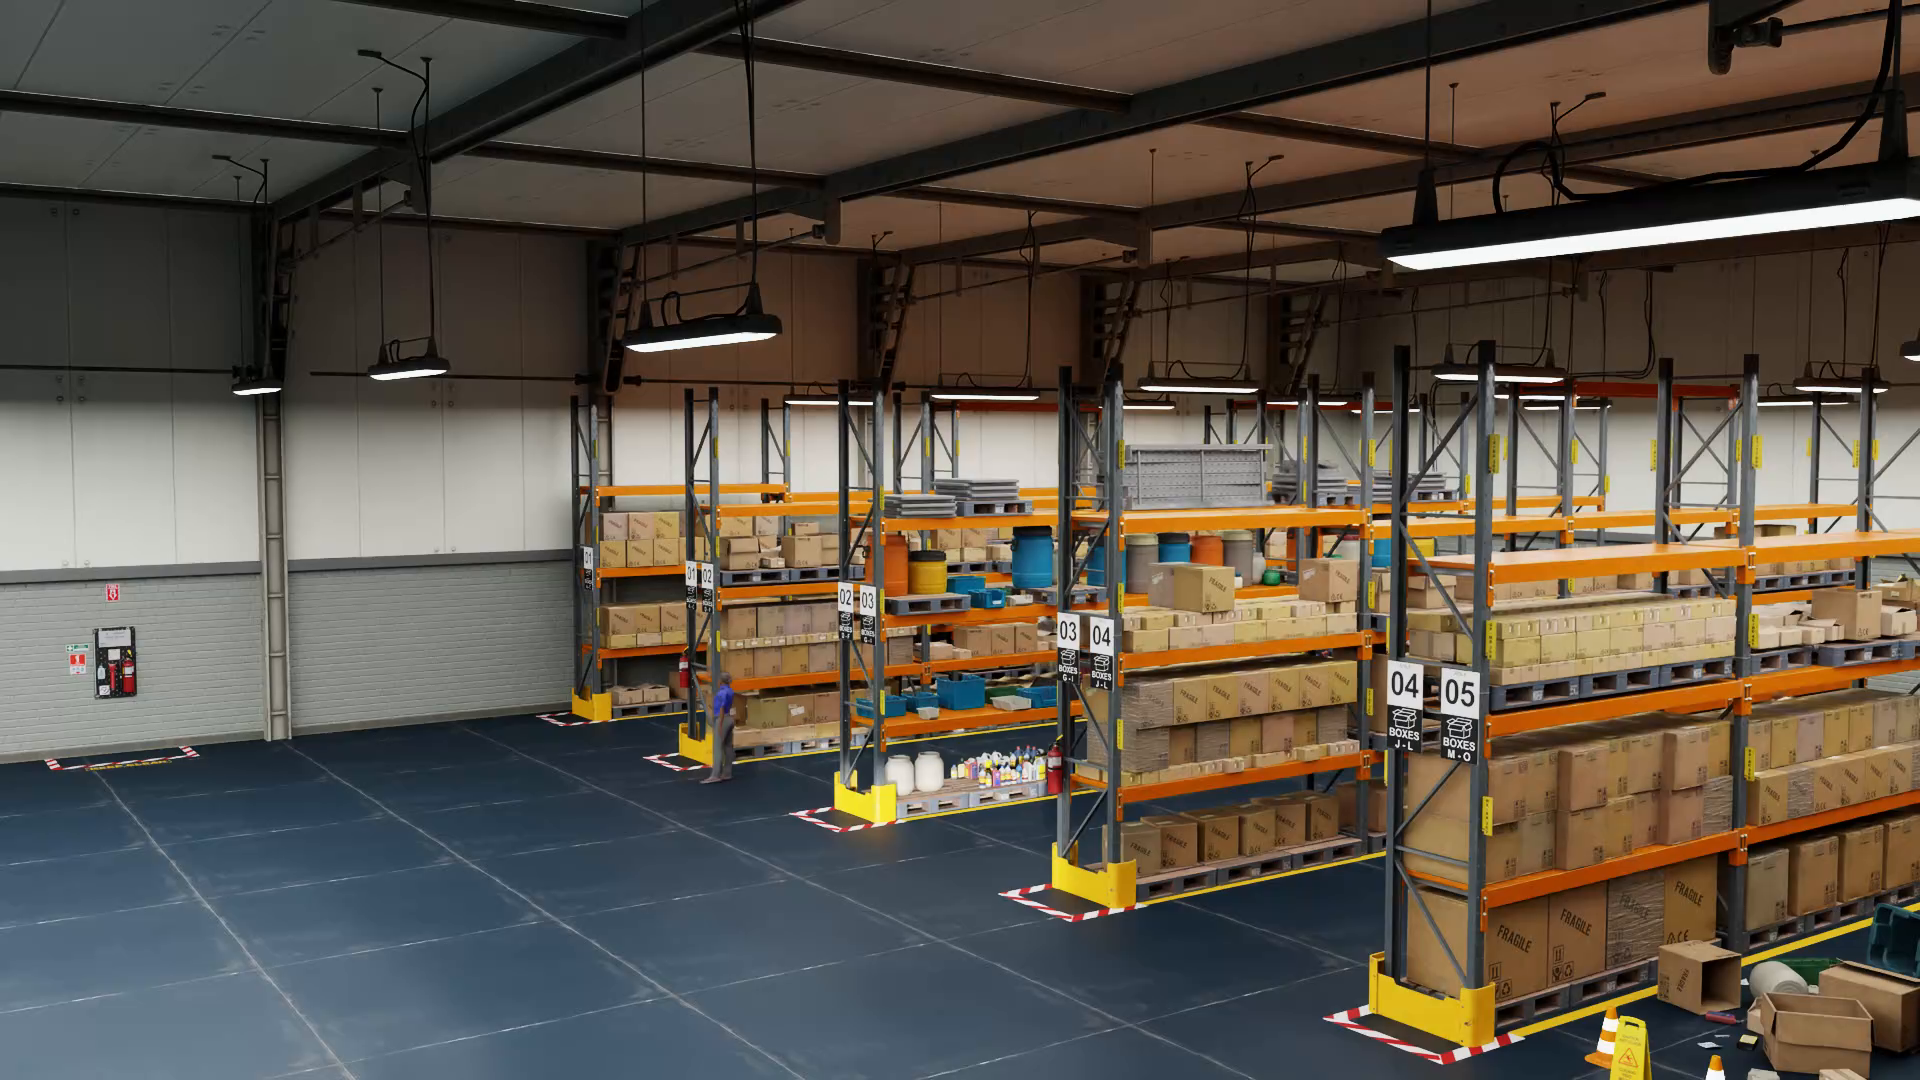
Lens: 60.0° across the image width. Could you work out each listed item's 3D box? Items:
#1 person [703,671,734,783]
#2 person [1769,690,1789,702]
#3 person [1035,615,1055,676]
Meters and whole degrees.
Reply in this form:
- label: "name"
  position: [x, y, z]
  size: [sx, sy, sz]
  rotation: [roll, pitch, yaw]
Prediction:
- label: "person"
  position: [-3.652, 2.819, 25.195]
  size: [0.389, 1.666, 0.553]
  rotation: [1, 3, 9]
- label: "person"
  position: [11.667, 2.860, 23.787]
  size: [0.662, 1.758, 0.608]
  rotation: [-2, 4, -26]
- label: "person"
  position: [1.680, 2.119, 33.550]
  size: [0.483, 1.674, 0.472]
  rotation: [-1, 4, -20]
